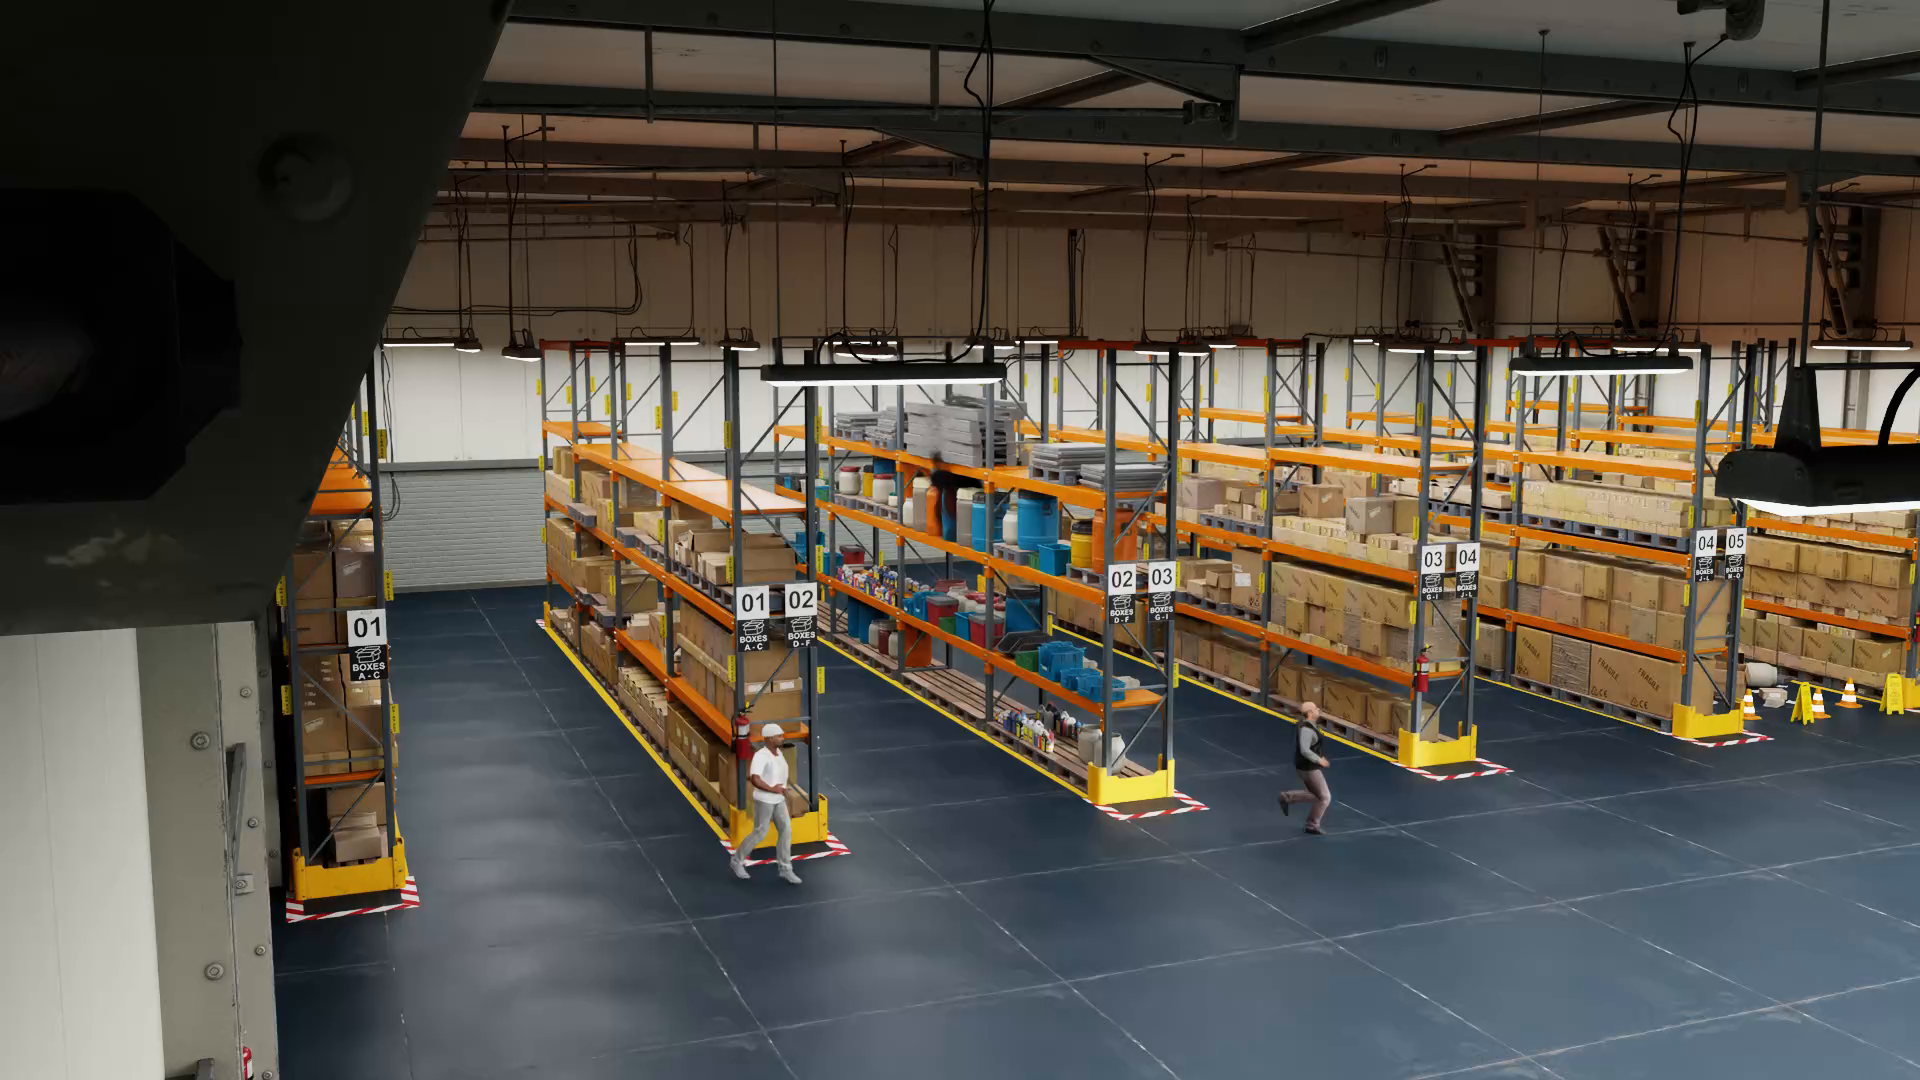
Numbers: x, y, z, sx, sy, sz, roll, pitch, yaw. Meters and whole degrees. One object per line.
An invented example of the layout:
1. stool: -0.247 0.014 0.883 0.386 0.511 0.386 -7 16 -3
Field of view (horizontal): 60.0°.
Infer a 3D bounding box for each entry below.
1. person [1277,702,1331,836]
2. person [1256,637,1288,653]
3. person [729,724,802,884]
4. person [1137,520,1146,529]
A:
1. person: 4.285 2.835 20.668 0.639 1.683 0.687 0 7 4
2. person: 5.961 1.347 31.533 0.686 1.819 0.924 -3 8 -24
3. person: -2.151 2.986 19.020 0.856 1.774 0.766 3 8 20
4. person: 4.358 0.209 40.886 0.647 1.641 0.746 5 9 32
